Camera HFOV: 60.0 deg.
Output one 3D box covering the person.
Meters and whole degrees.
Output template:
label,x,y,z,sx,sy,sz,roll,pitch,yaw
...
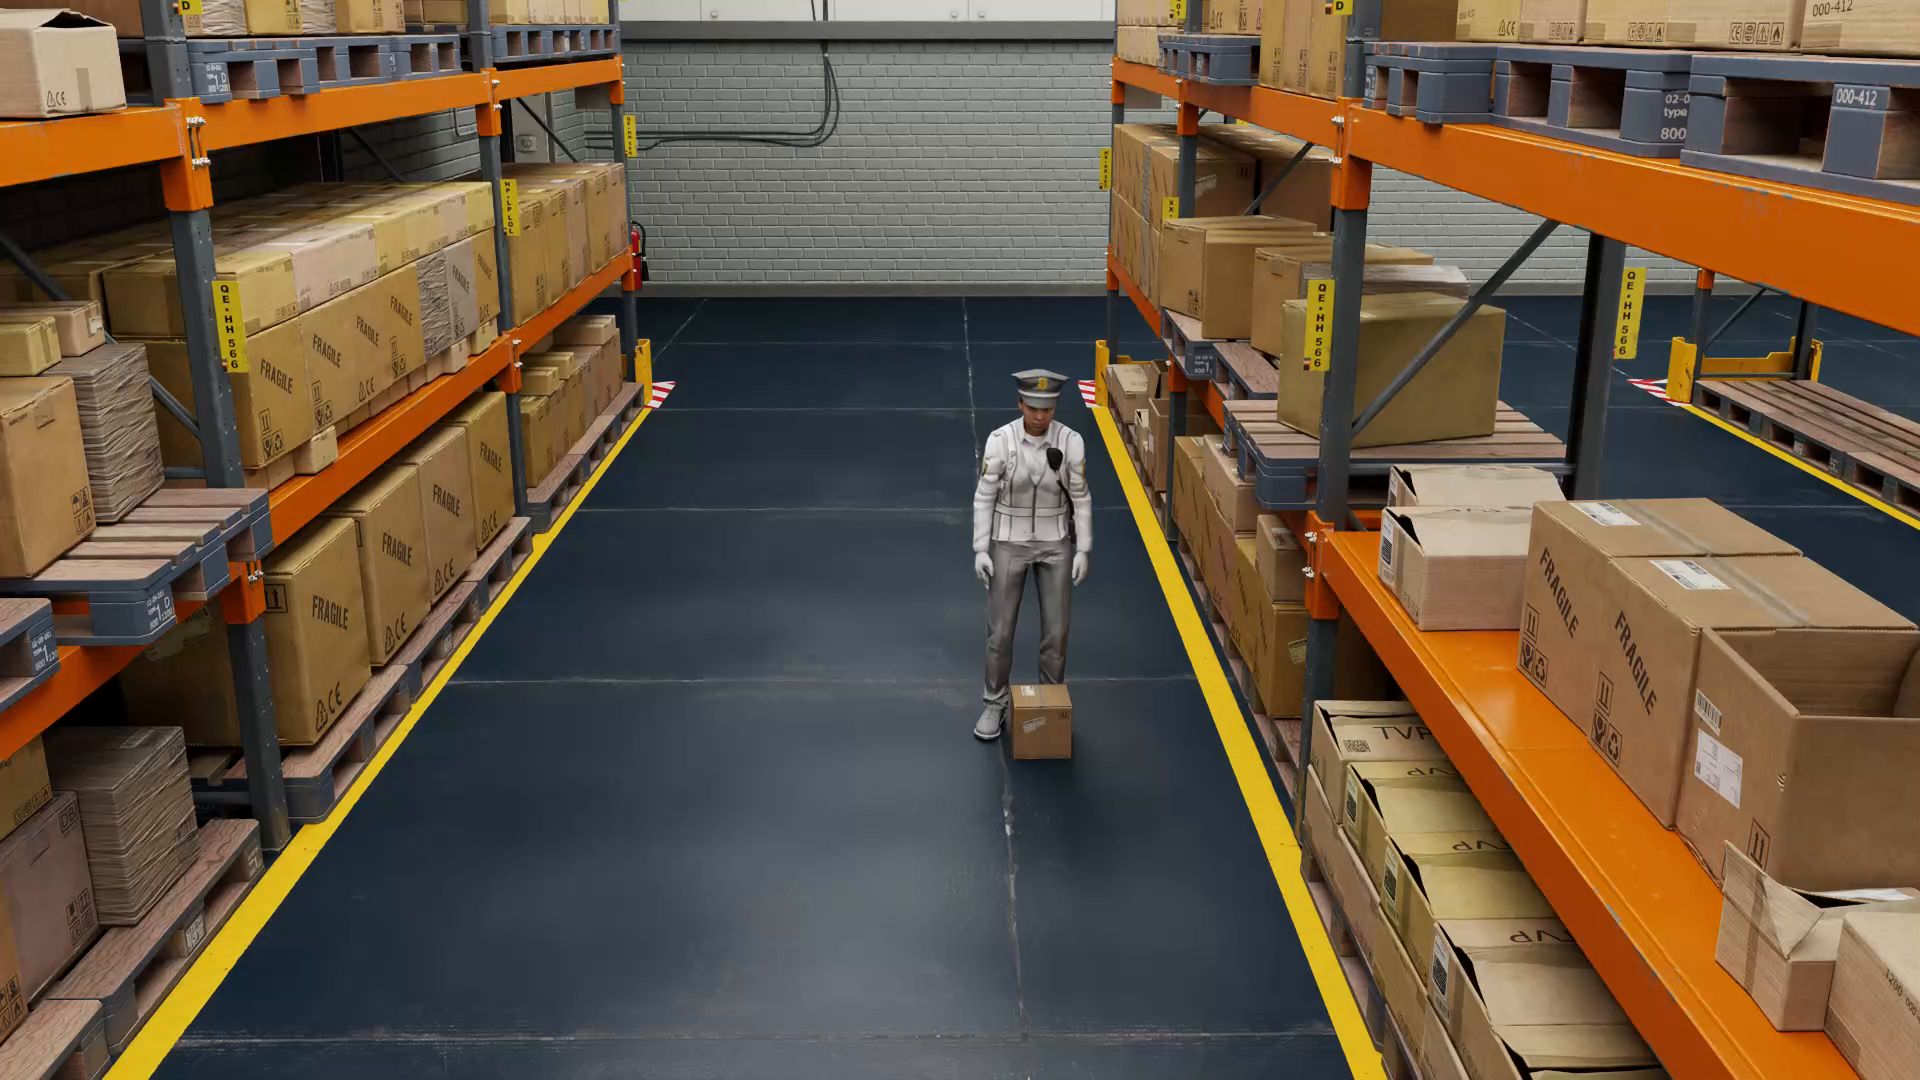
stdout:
label,x,y,z,sx,sy,sz,roll,pitch,yaw
person,0.321,0.057,7.358,0.528,1.663,0.372,0,17,-1
